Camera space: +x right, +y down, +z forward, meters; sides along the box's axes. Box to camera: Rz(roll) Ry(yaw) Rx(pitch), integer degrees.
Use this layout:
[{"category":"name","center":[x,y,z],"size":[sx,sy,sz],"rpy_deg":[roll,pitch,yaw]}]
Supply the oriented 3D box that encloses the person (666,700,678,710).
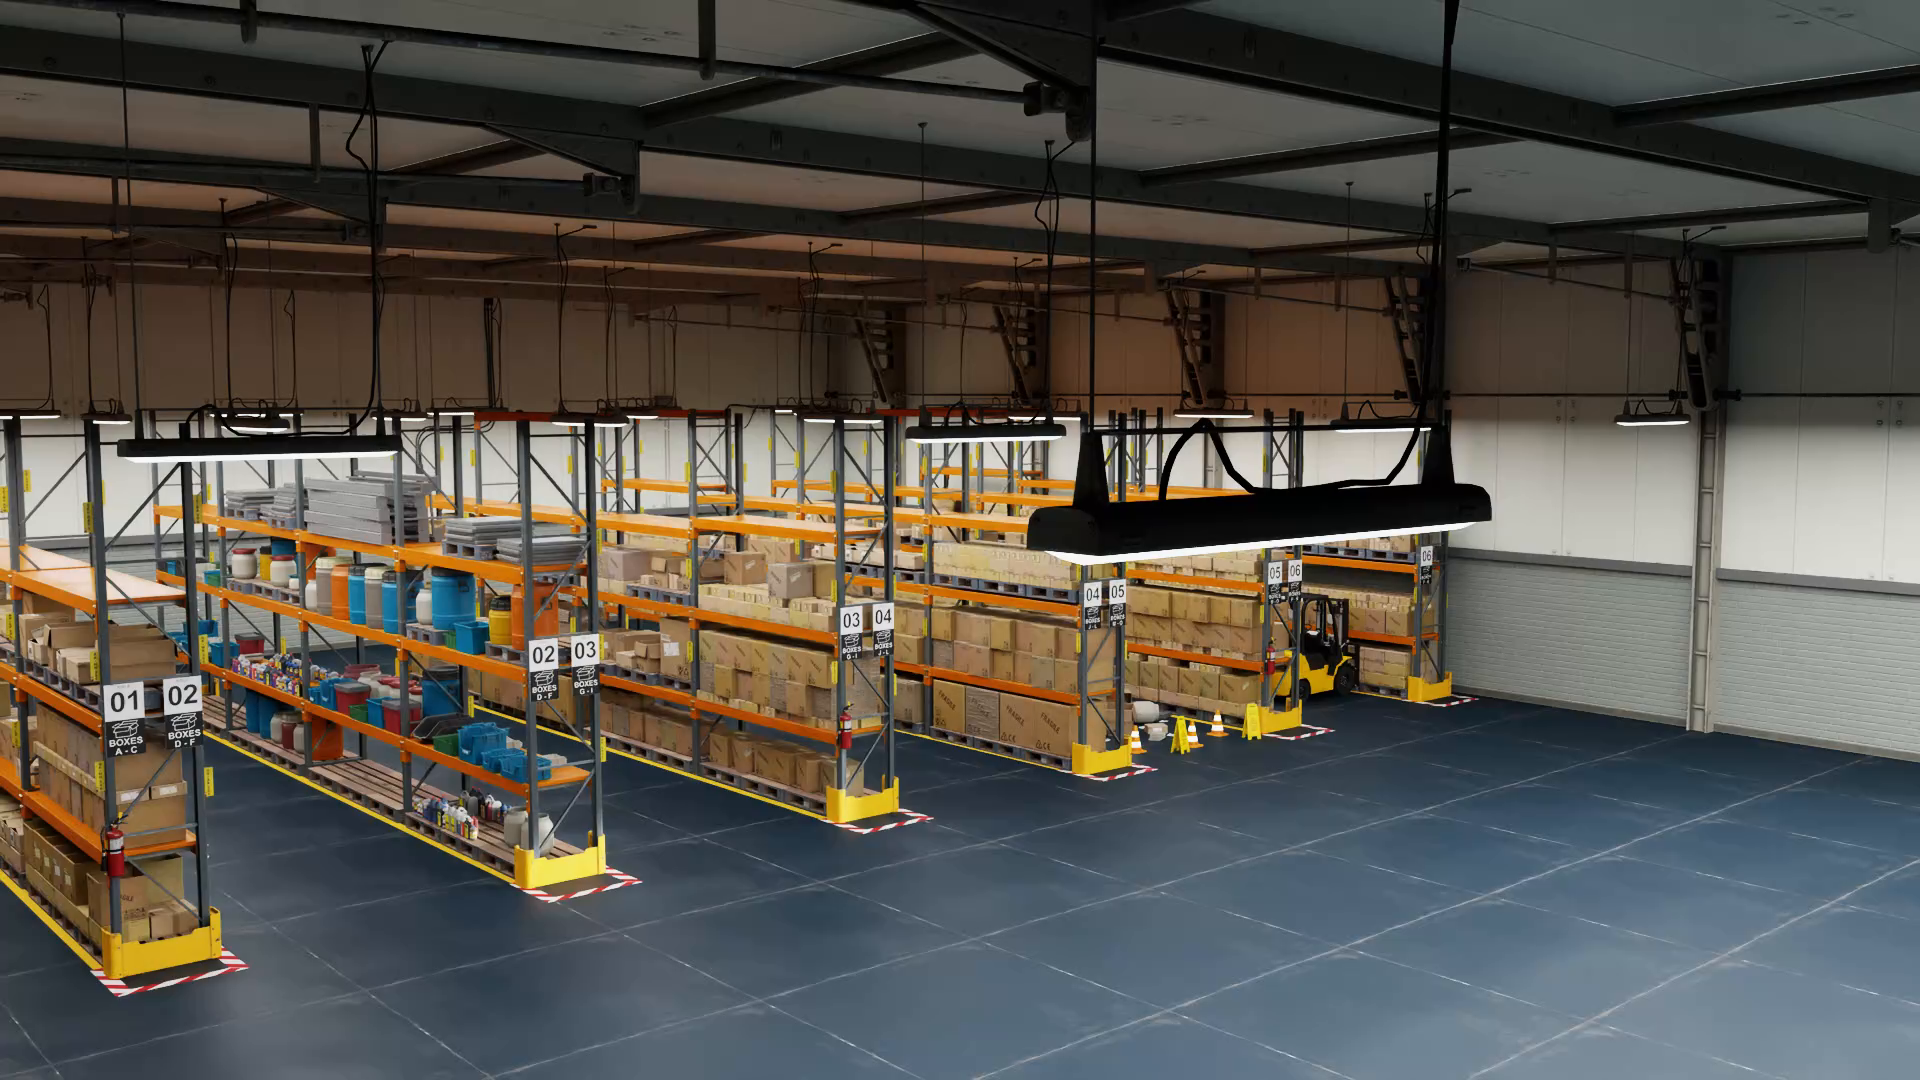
[{"category":"person","center":[-5.573,2.616,32.361],"size":[0.426,1.769,0.637],"rpy_deg":[0,5,-4]}]
